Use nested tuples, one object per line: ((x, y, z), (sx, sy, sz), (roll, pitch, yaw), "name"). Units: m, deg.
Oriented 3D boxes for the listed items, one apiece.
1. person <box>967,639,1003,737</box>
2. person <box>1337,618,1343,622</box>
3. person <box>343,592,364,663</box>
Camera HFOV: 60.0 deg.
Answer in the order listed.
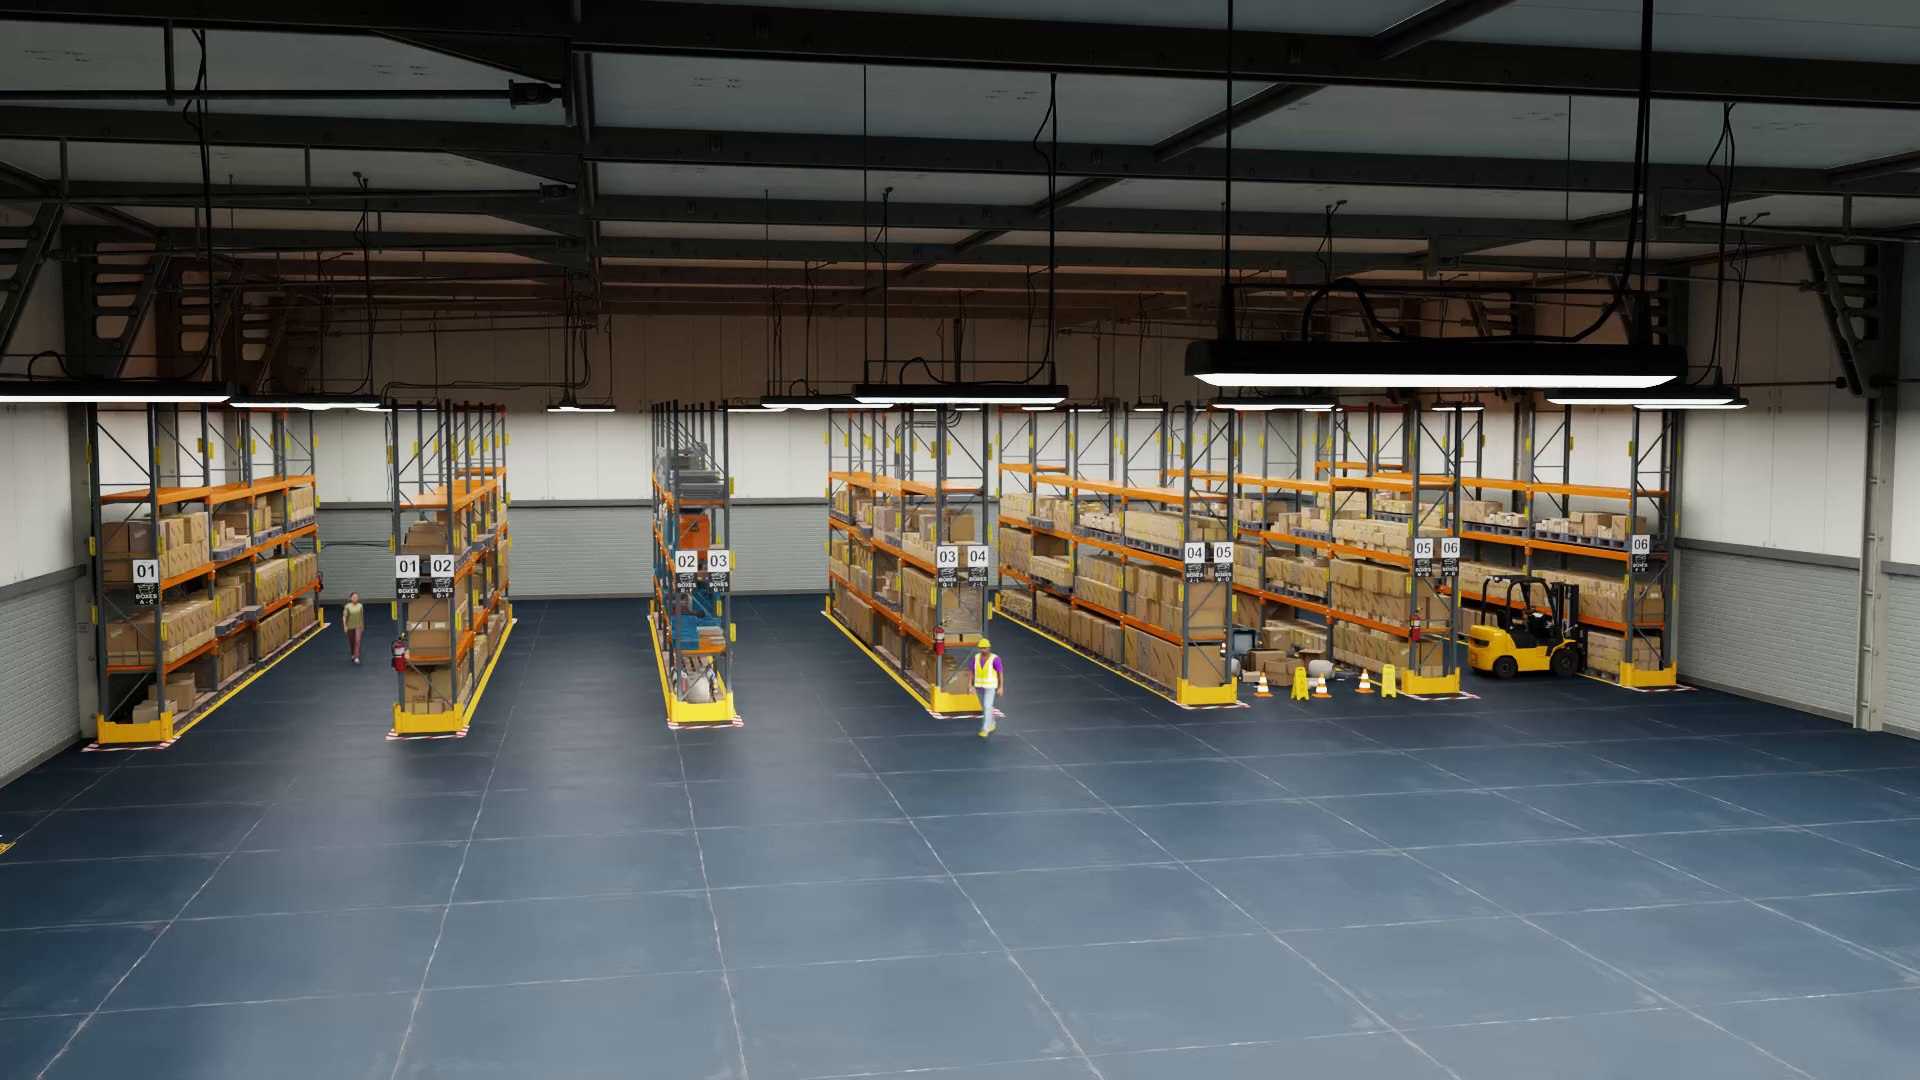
((0.416, 2.613, 29.565), (0.583, 1.703, 1.051), (3, 5, 31), "person")
((9.963, 1.700, 42.912), (0.446, 1.614, 0.371), (-3, 5, -38), "person")
((-14.031, 2.010, 38.434), (0.429, 1.612, 1.077), (-1, 4, -15), "person")
